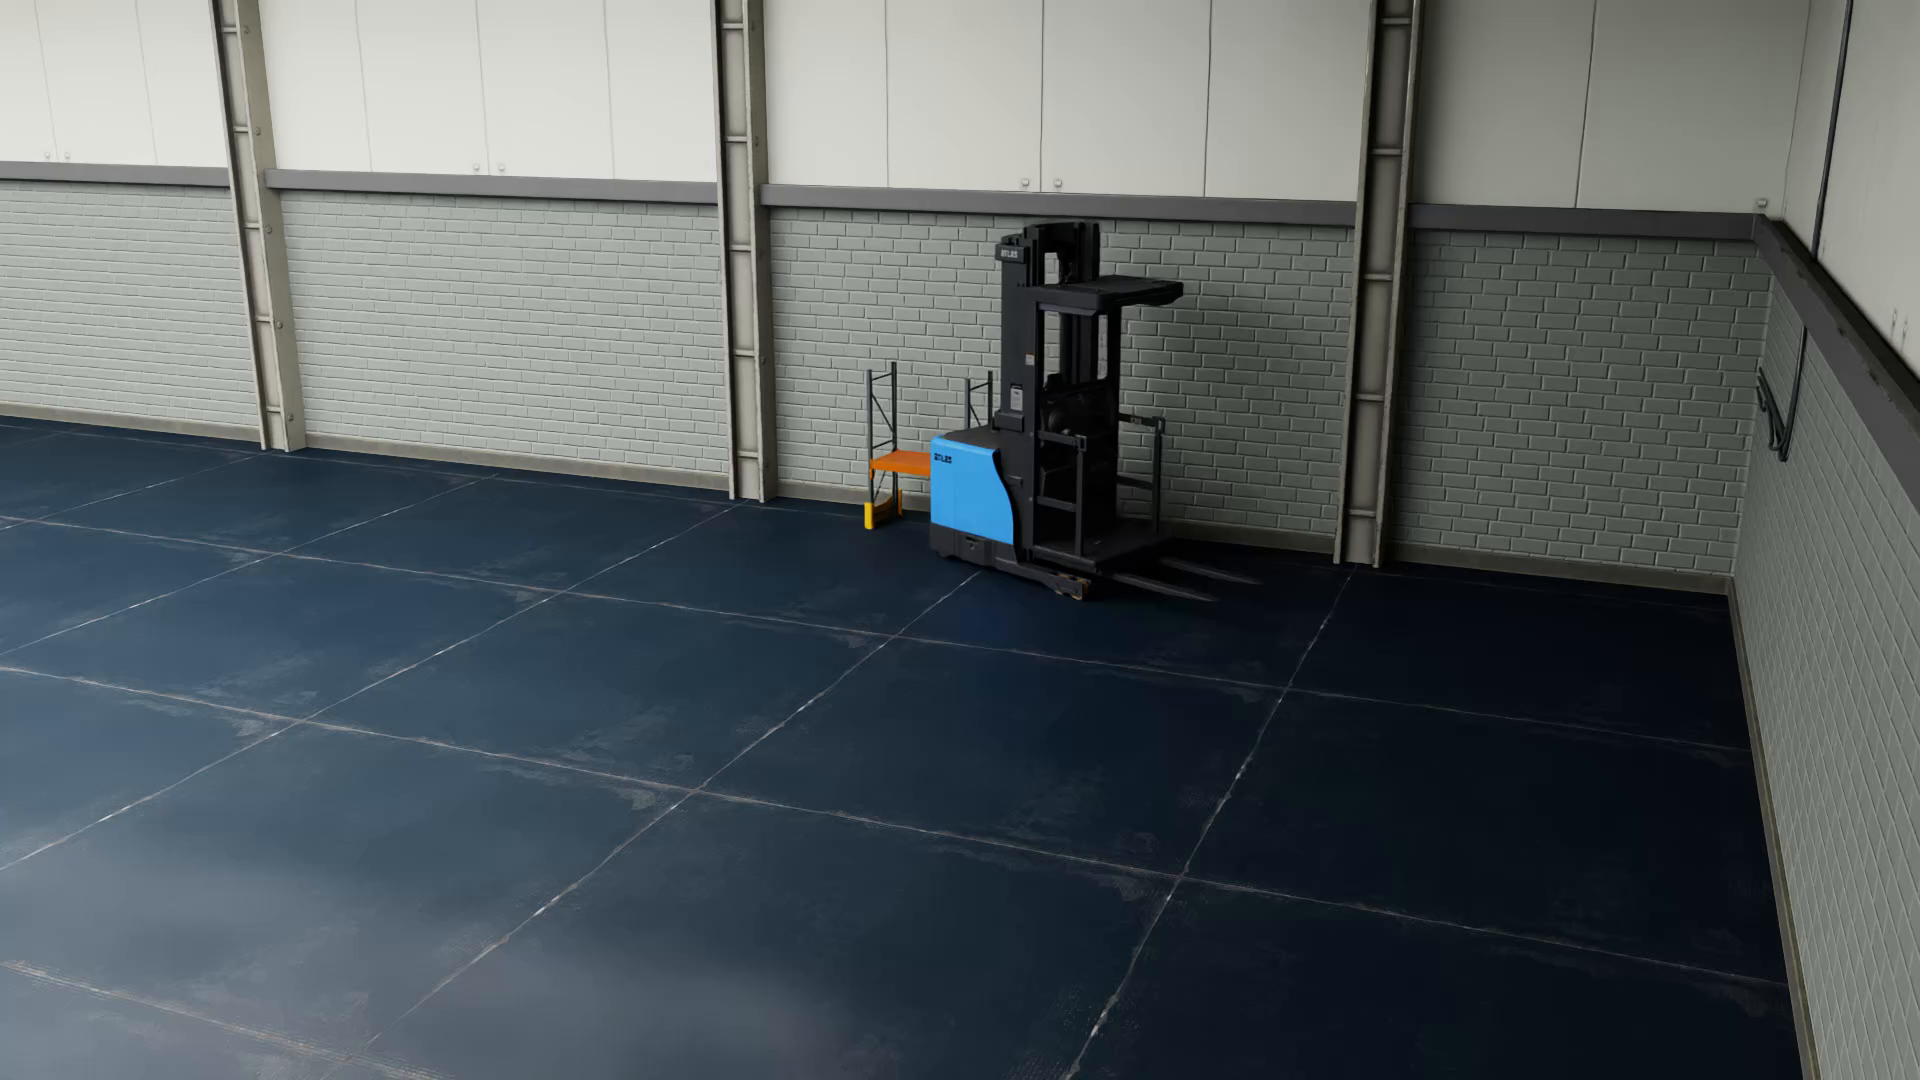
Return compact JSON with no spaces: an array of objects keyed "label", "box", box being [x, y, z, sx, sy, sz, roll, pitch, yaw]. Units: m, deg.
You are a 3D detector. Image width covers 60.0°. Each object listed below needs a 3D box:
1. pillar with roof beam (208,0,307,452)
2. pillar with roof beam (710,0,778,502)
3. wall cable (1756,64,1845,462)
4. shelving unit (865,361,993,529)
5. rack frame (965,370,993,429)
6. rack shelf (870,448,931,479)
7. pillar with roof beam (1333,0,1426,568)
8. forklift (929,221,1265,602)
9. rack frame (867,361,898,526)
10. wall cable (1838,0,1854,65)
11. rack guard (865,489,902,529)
[{"label":"pillar with roof beam","box":[-9.234,-4.251,13.754,0.400,9.000,9.100,6,17,21]},{"label":"pillar with roof beam","box":[-3.652,-3.638,11.640,0.400,9.000,9.100,6,17,21]},{"label":"wall cable","box":[5.764,-2.005,11.585,0.112,2.526,3.097,6,17,21]},{"label":"shelving unit","box":[-0.286,-0.836,15.440,1.083,1.500,0.587,8,18,26]},{"label":"rack frame","box":[0.172,-0.769,15.209,0.032,1.500,0.500,8,18,26]},{"label":"rack shelf","box":[-0.278,-0.662,15.486,1.000,0.185,0.538,8,18,26]},{"label":"pillar with roof beam","box":[1.929,-3.024,9.526,0.400,9.000,9.100,6,17,21]},{"label":"forklift","box":[1.128,-1.083,13.722,3.031,2.935,1.130,15,22,42]},{"label":"rack frame","box":[-0.728,-0.901,15.662,0.032,1.500,0.500,8,18,26]},{"label":"wall cable","box":[4.771,-3.729,8.464,0.112,2.526,3.097,6,17,21]},{"label":"rack guard","box":[-0.727,-0.300,15.836,0.087,0.250,0.587,8,18,26]}]
